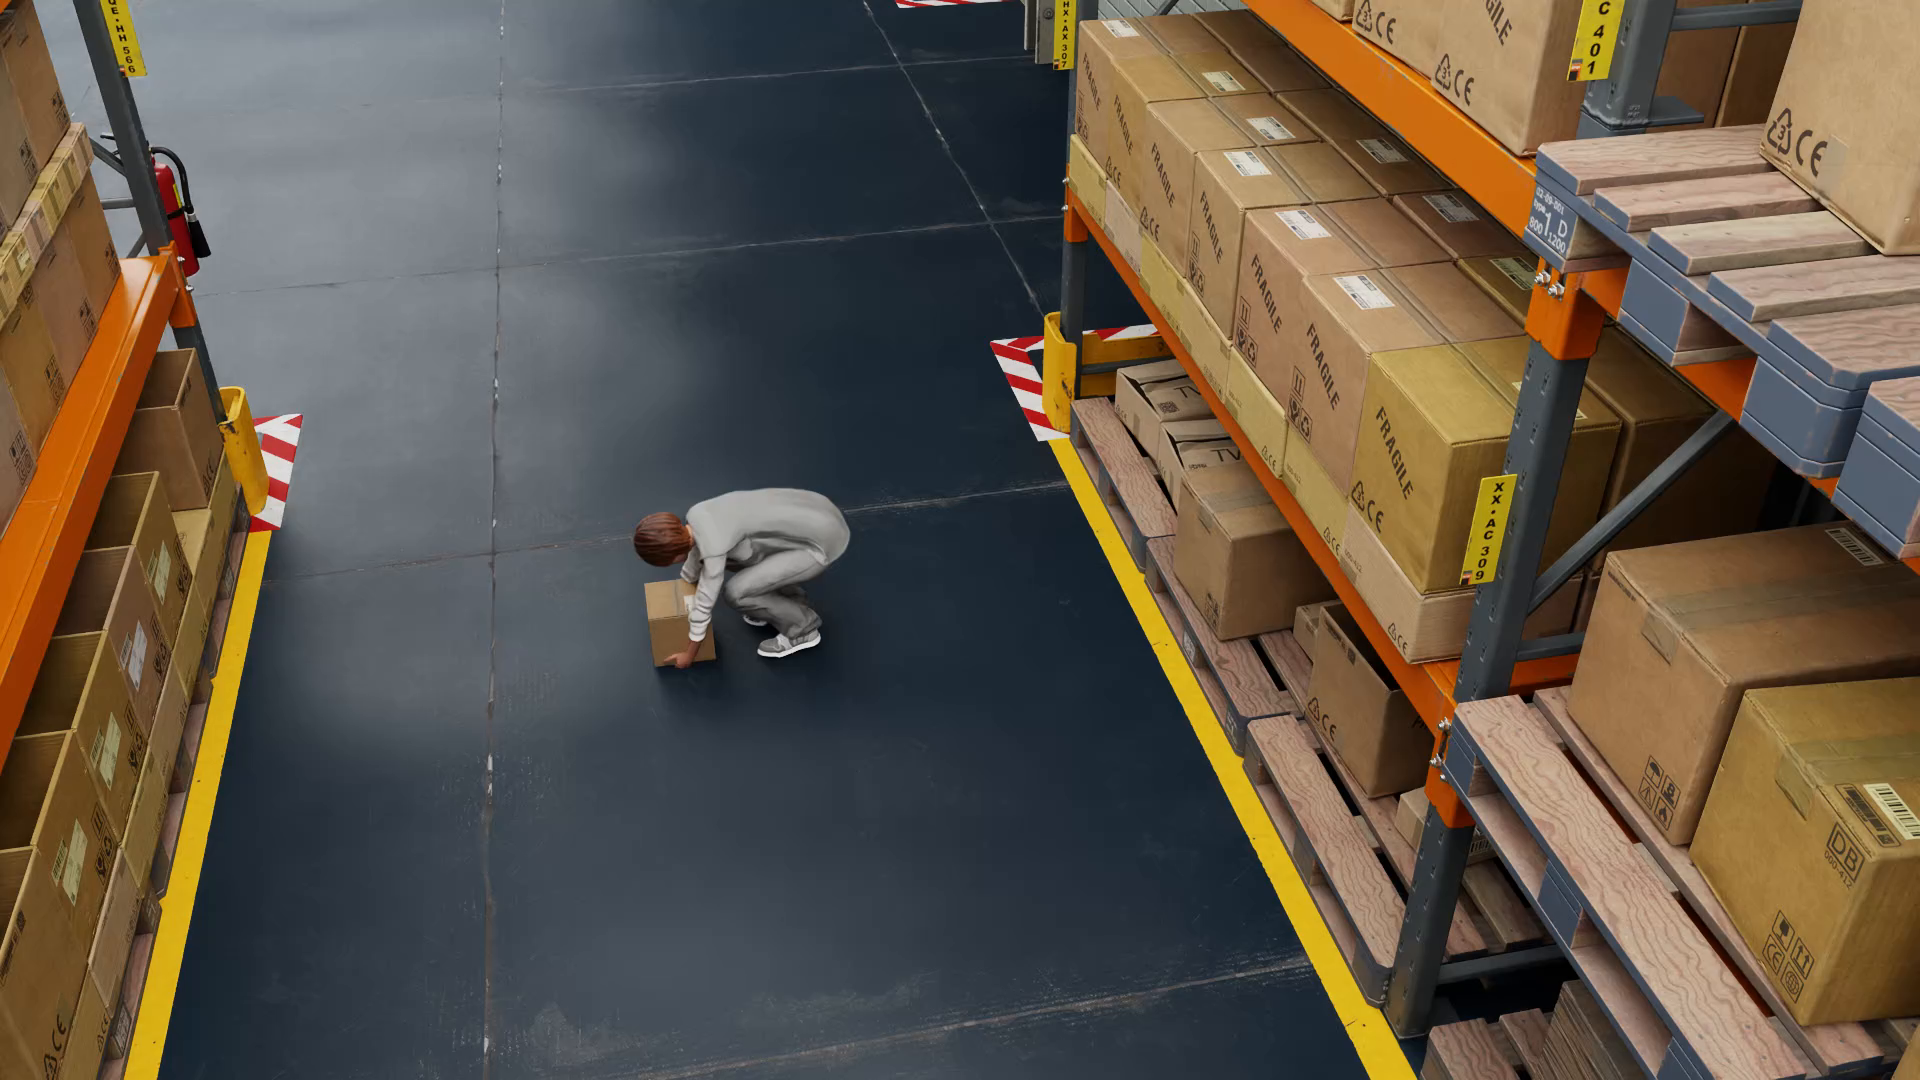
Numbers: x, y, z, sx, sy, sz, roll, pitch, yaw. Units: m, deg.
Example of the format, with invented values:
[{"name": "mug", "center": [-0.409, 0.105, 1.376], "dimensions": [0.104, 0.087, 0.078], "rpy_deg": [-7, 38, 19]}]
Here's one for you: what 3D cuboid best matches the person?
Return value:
[{"name": "person", "center": [-0.869, 0.135, 6.770], "dimensions": [0.864, 0.703, 0.417], "rpy_deg": [-8, 36, -12]}]
